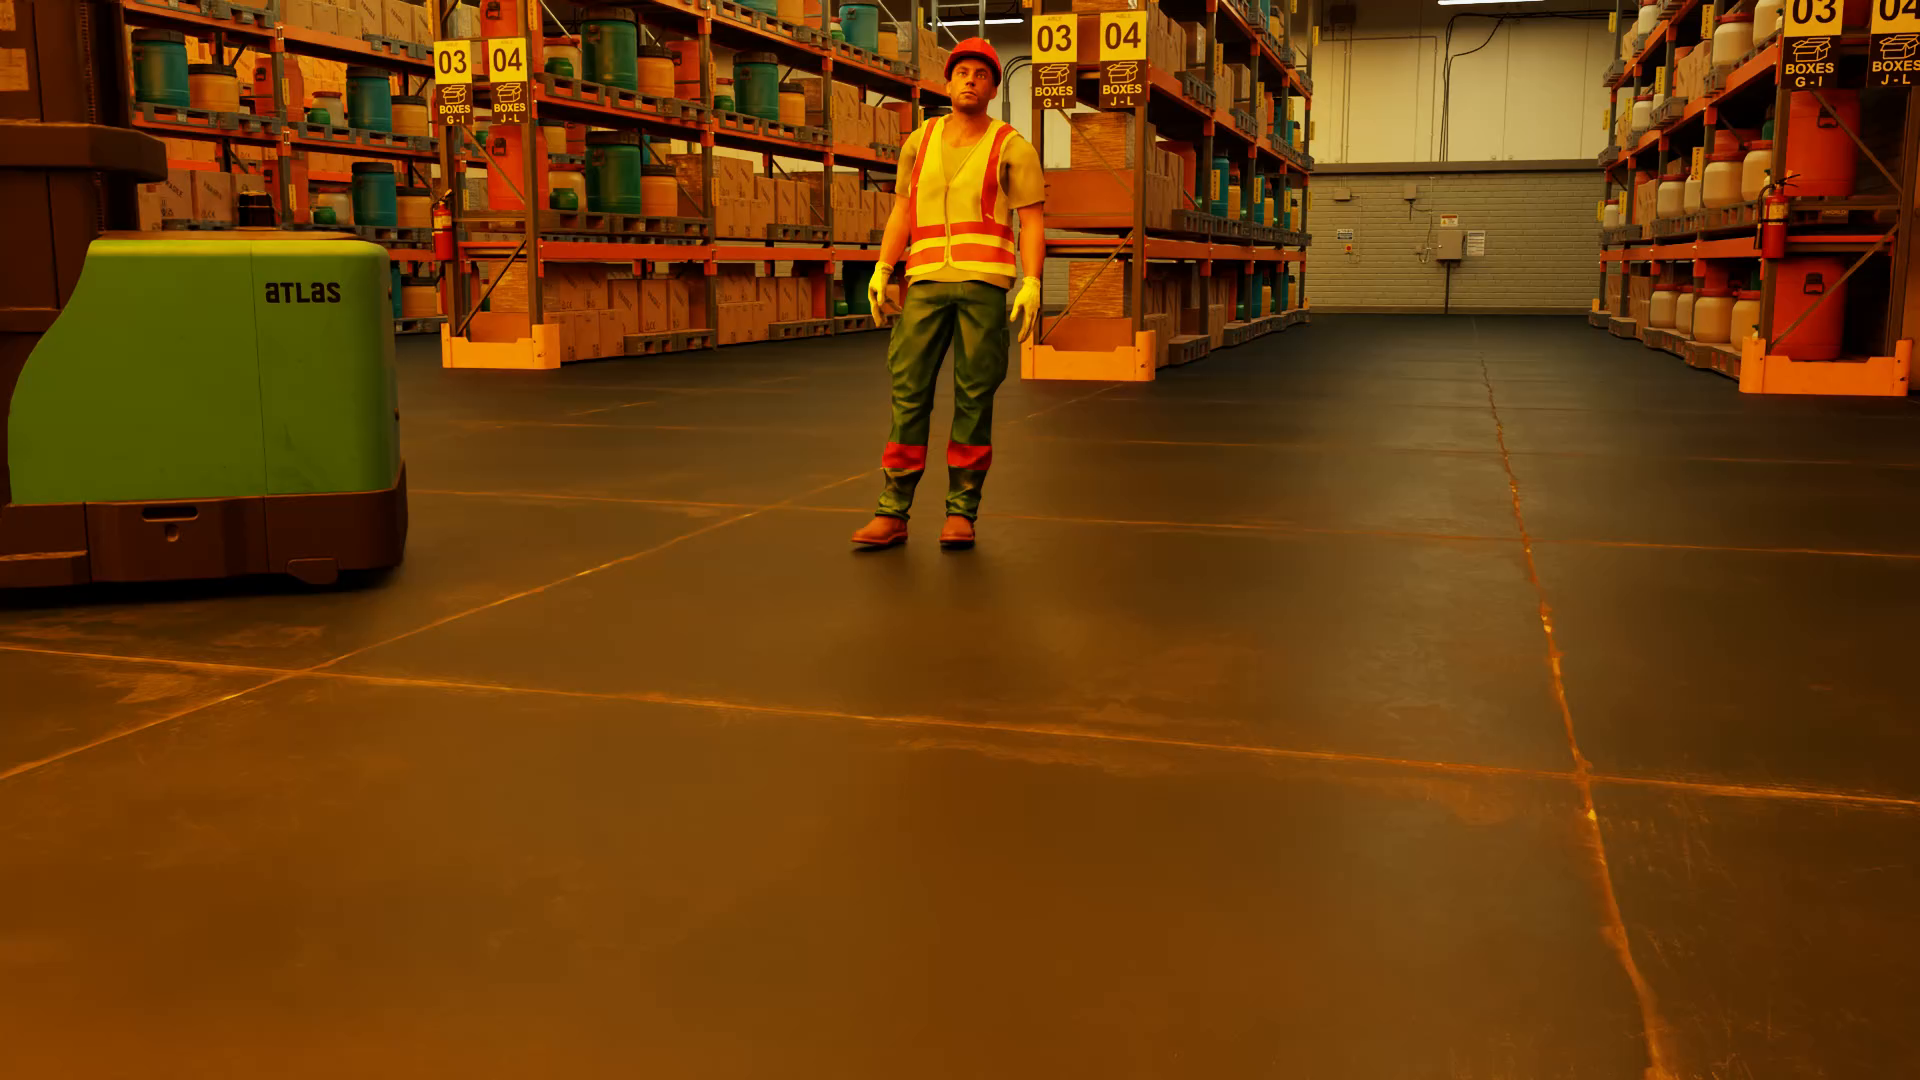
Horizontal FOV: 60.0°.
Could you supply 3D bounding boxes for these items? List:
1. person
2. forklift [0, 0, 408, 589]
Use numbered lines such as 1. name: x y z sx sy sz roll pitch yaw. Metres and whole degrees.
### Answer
1. person: -0.035 -0.878 5.915 0.637 1.787 0.564 3 10 16
2. forklift: -3.343 -1.300 5.011 3.031 2.935 1.130 -3 10 -17
